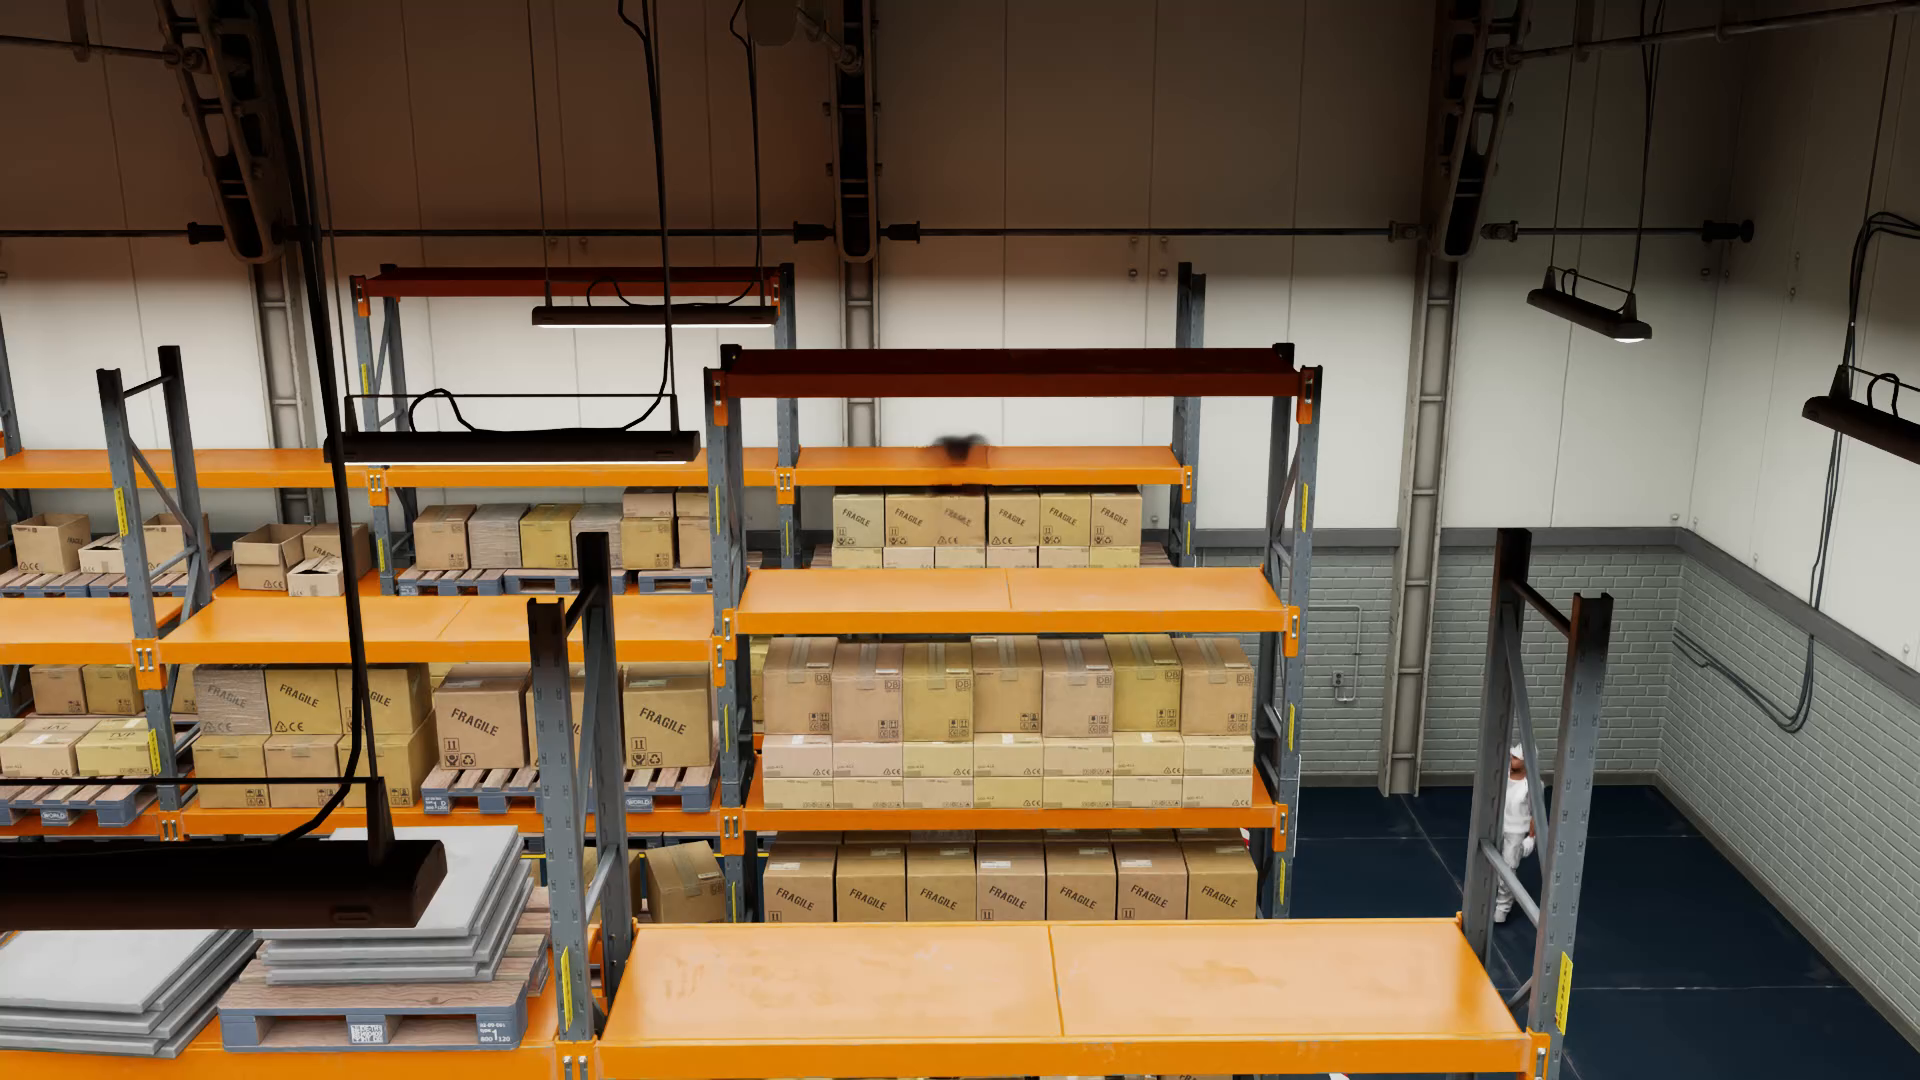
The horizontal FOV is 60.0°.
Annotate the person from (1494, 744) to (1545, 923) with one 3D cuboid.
[{"bbox_3d":[5.292,2.751,15.997,0.596,1.740,0.813,10,19,32],"label":"person"}]
